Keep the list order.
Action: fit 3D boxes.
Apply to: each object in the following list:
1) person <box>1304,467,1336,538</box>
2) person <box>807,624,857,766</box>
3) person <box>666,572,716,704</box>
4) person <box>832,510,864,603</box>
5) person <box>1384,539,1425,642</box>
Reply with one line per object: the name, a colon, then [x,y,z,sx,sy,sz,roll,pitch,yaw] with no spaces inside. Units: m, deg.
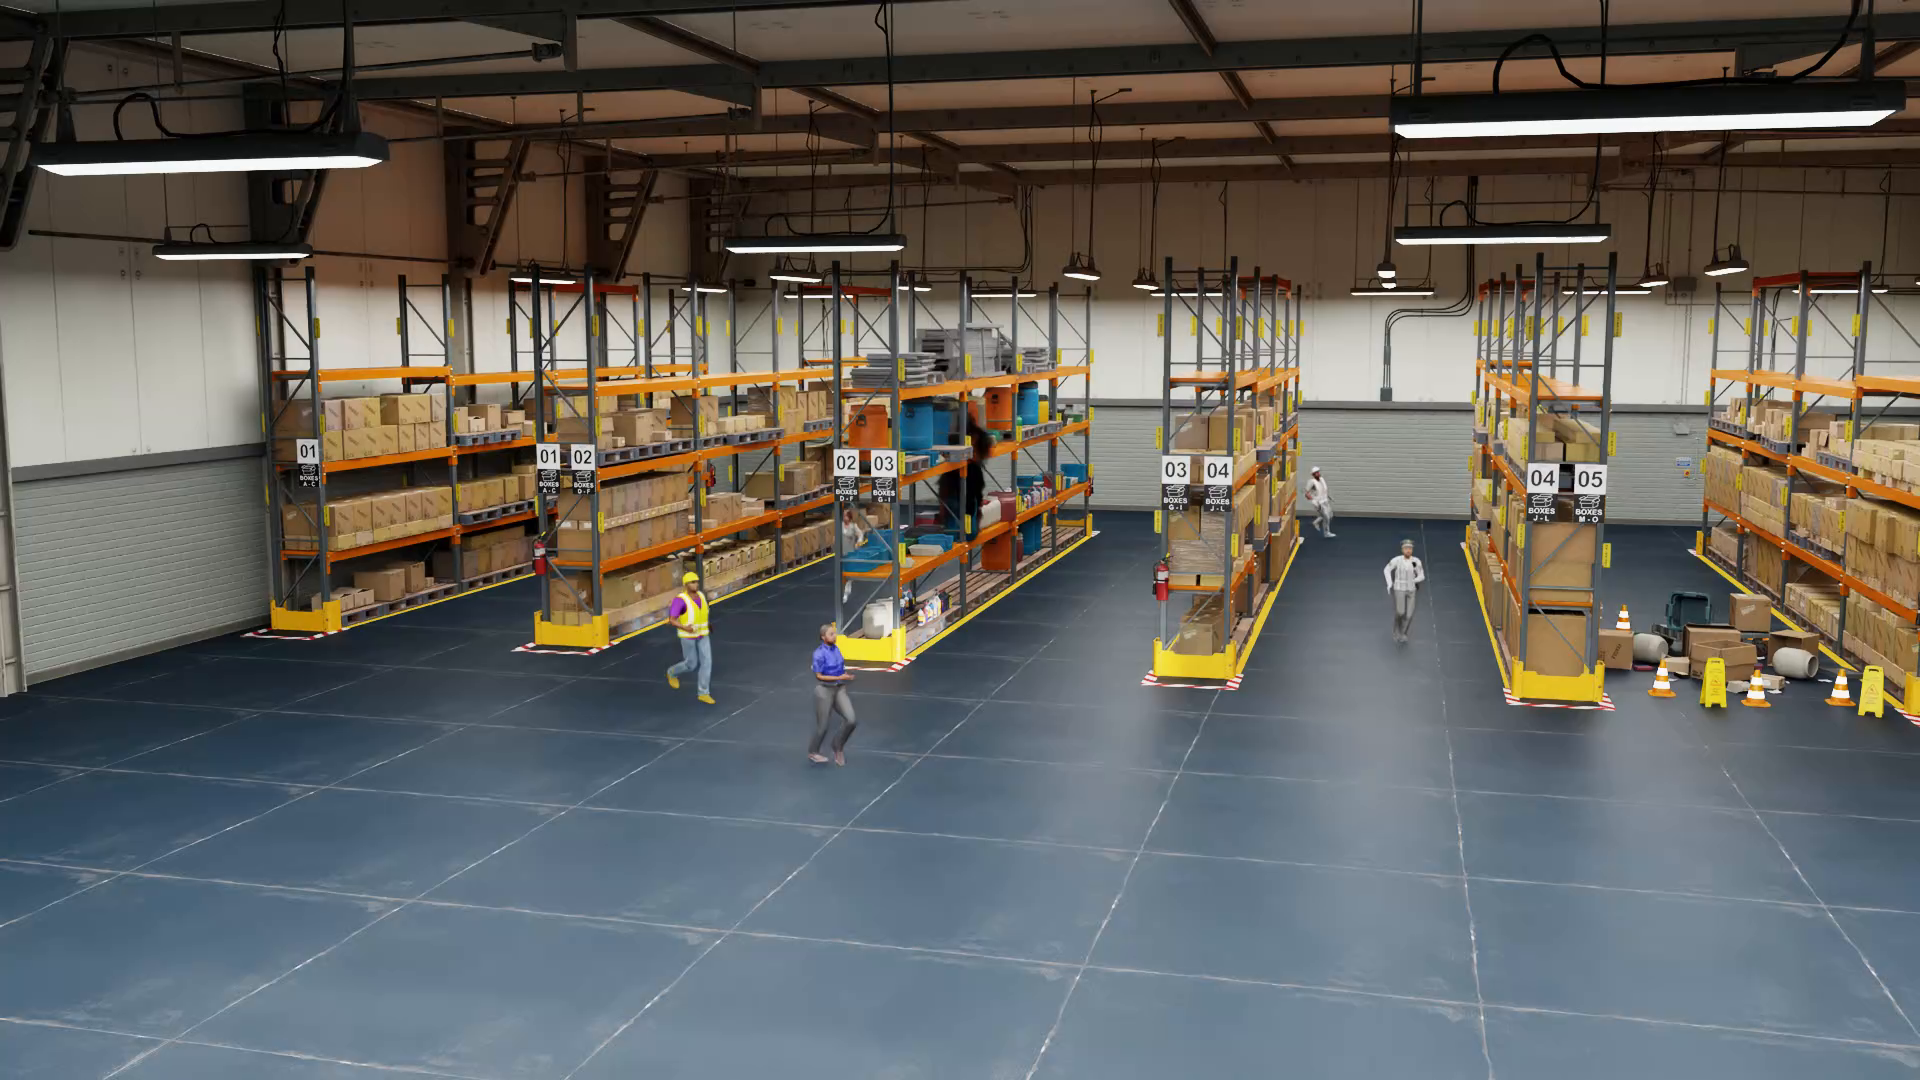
person: [8.625,-0.897,39.849,0.661,1.707,0.749,7,10,44]
person: [-1.461,1.783,19.029,0.688,1.664,0.544,6,9,40]
person: [-3.618,1.305,22.459,0.891,1.762,0.707,6,10,41]
person: [-1.968,0.264,28.982,0.539,1.595,0.676,1,7,9]
person: [7.083,0.817,26.451,0.593,1.655,0.624,1,7,4]
